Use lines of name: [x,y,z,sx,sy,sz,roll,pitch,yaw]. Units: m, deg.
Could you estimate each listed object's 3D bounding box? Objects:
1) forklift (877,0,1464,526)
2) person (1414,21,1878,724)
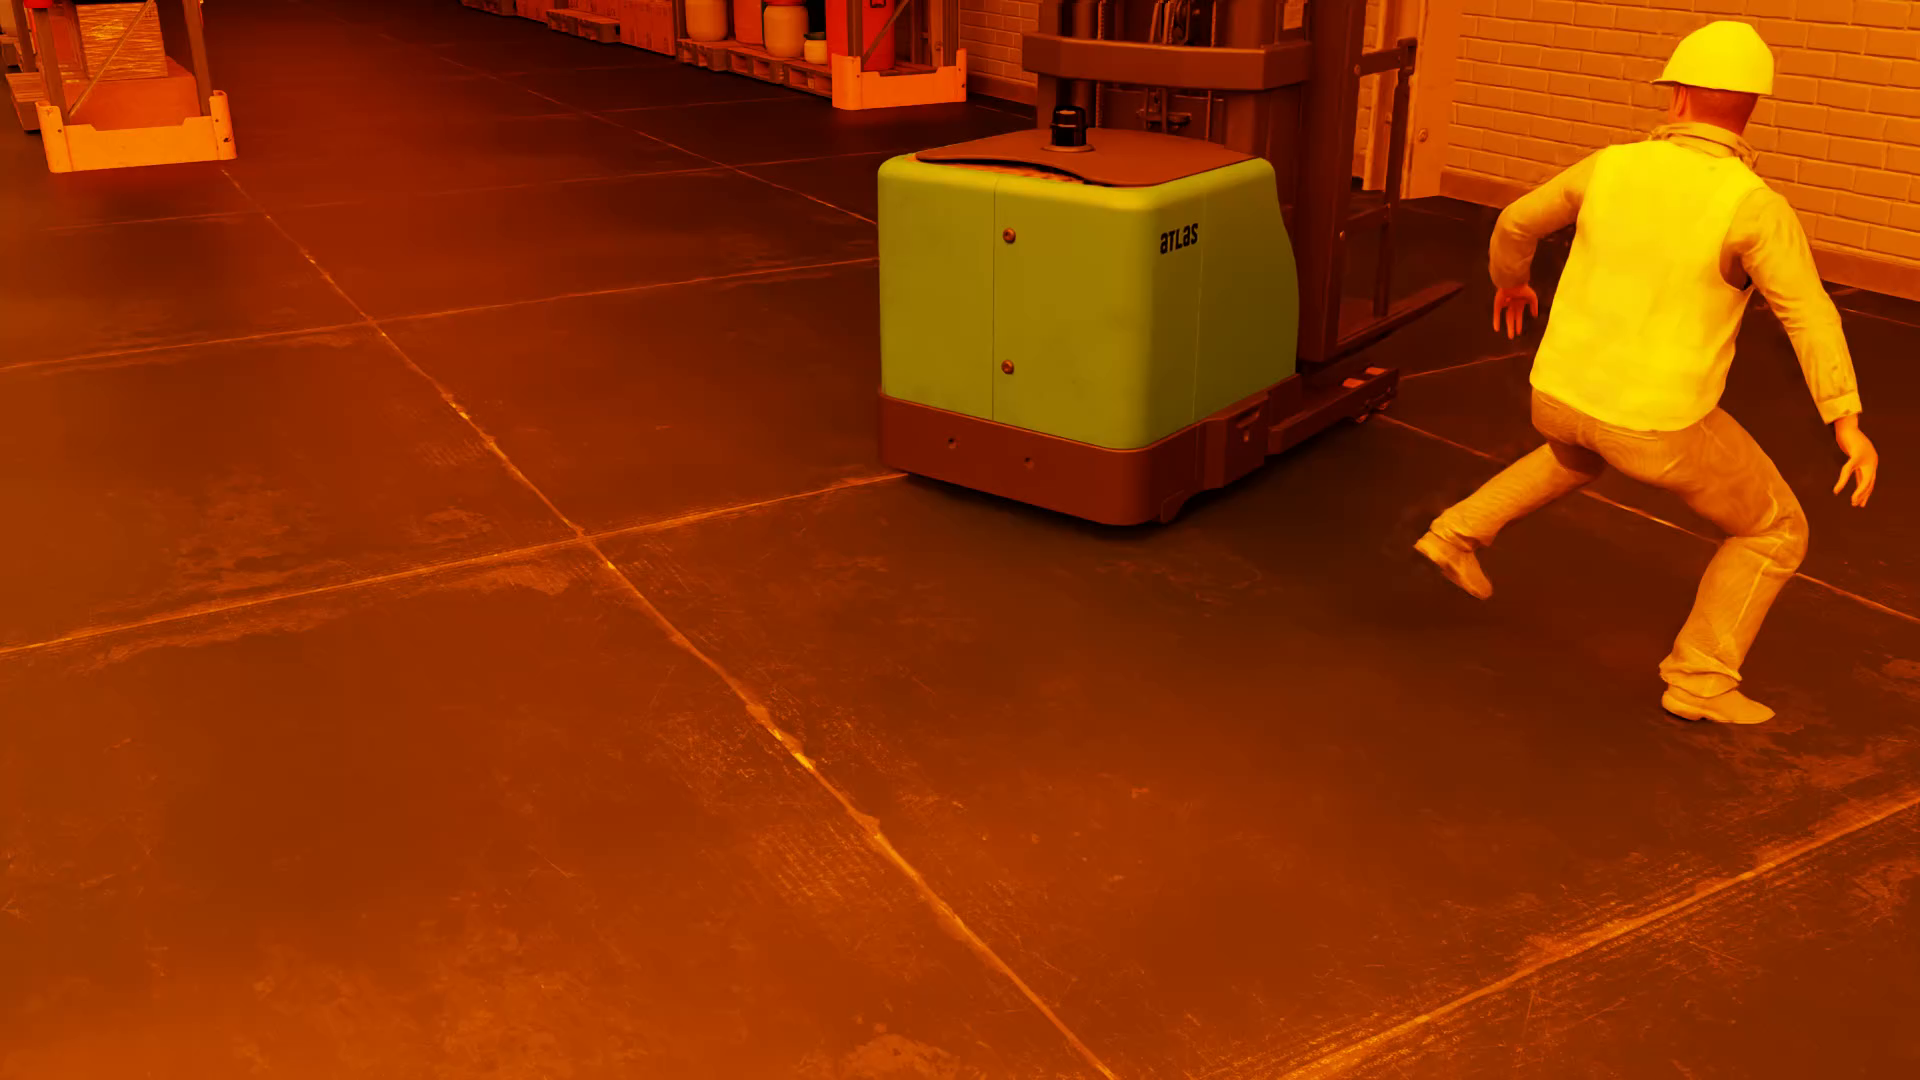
forklift: [1.020,-1.892,5.885,1.130,2.935,3.031,16,27,34]
person: [1.688,-0.372,3.972,0.502,1.656,1.099,-13,26,-29]
